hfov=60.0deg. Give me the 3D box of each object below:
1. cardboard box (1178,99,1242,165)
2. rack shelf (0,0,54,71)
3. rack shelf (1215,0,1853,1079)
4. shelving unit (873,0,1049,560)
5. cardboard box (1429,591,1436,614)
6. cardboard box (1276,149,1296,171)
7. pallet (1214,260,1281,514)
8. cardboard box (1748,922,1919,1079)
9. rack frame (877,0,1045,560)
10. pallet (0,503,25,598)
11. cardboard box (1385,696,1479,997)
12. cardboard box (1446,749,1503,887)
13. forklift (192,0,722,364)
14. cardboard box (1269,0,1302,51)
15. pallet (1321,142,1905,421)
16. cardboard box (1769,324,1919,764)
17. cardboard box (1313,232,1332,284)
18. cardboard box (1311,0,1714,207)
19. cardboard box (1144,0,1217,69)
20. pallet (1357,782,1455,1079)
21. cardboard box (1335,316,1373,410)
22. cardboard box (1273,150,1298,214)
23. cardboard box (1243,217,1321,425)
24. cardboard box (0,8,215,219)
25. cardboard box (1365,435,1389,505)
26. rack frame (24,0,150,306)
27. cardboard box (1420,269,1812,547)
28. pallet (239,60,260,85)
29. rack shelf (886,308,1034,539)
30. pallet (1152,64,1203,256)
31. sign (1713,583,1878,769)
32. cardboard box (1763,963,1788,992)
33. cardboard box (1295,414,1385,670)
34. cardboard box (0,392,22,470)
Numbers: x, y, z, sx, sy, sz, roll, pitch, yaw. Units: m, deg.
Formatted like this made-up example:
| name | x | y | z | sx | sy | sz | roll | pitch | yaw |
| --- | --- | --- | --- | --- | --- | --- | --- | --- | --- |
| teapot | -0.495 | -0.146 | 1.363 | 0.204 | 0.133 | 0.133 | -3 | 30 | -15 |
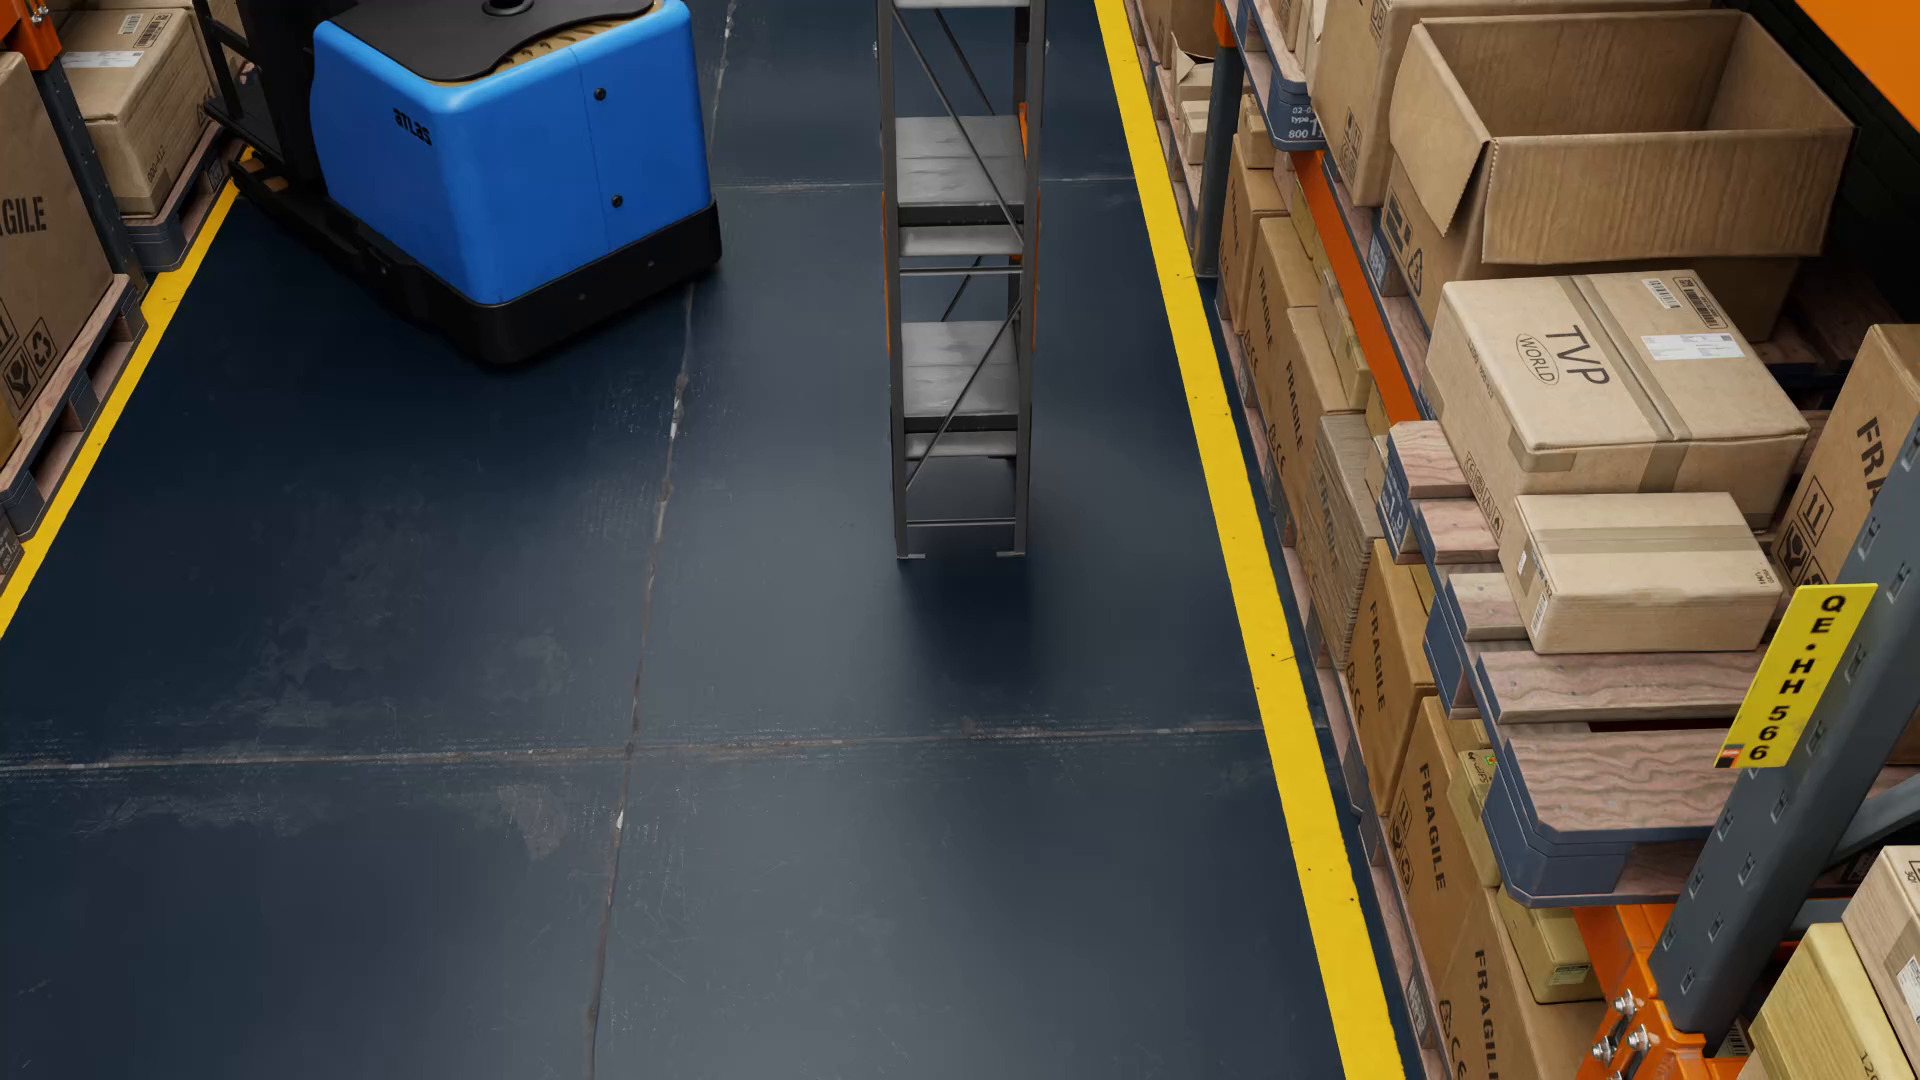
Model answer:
| name | x | y | z | sx | sy | sz | roll | pitch | yaw |
| --- | --- | --- | --- | --- | --- | --- | --- | --- | --- |
| cardboard box | 1.079 | -1.623 | 6.600 | 0.380 | 0.149 | 0.250 | -3 | 43 | -3 |
| rack shelf | -3.478 | -0.391 | 3.989 | 1.077 | 0.370 | 4.000 | -2 | 43 | -2 |
| rack shelf | 1.481 | -0.536 | 4.147 | 1.077 | 0.370 | 4.000 | -2 | 43 | -2 |
| shelving unit | -0.007 | -0.886 | 4.662 | 0.431 | 2.100 | 0.503 | -2 | 43 | -2 |
| cardboard box | 1.317 | 0.208 | 3.862 | 0.380 | 0.149 | 0.250 | 0 | 43 | -1 |
| cardboard box | 1.205 | -1.310 | 5.298 | 0.380 | 0.149 | 0.250 | -4 | 43 | -4 |
| pallet | 1.469 | -0.576 | 5.722 | 1.003 | 0.211 | 1.213 | -2 | 43 | -2 |
| cardboard box | 1.316 | 0.727 | 1.978 | 0.500 | 0.250 | 0.500 | -2 | 43 | -2 |
| rack frame | 0.003 | -0.721 | 4.483 | 0.400 | 2.100 | 0.015 | -2 | 43 | -2 |
| pallet | -3.400 | 0.366 | 4.695 | 1.003 | 0.211 | 1.213 | -2 | 43 | -2 |
| cardboard box | 1.323 | 0.698 | 3.808 | 0.500 | 0.500 | 0.500 | -2 | 43 | -2 |
| cardboard box | 1.250 | 0.567 | 3.471 | 0.380 | 0.149 | 0.250 | -4 | 43 | -4 |
| forklift | -2.303 | -2.587 | 5.903 | 3.031 | 2.935 | 1.130 | 34 | 52 | 31 |
| cardboard box | 1.215 | -1.661 | 4.457 | 0.700 | 0.500 | 0.500 | -1 | 43 | -1 |
| pallet | 1.479 | -0.693 | 3.928 | 1.003 | 0.211 | 1.213 | -2 | 43 | -2 |
| cardboard box | 1.700 | 0.005 | 2.640 | 0.500 | 0.500 | 0.500 | 0 | 43 | 0 |
| cardboard box | 1.282 | -0.832 | 4.997 | 0.380 | 0.149 | 0.250 | -2 | 43 | -3 |
| cardboard box | 1.249 | -1.131 | 3.879 | 0.700 | 0.500 | 0.500 | -2 | 43 | -2 |
| cardboard box | 1.199 | -2.391 | 7.177 | 0.700 | 0.500 | 0.500 | -3 | 43 | -3 |
| pallet | 1.572 | 1.072 | 3.925 | 1.003 | 0.211 | 1.213 | -2 | 43 | -2 |
| cardboard box | 1.264 | -0.495 | 4.629 | 0.380 | 0.149 | 0.250 | 0 | 43 | 0 |
| cardboard box | 1.235 | -1.189 | 5.387 | 0.380 | 0.149 | 0.250 | -3 | 43 | -3 |
| cardboard box | 1.224 | -0.693 | 5.325 | 0.500 | 0.500 | 0.500 | -2 | 43 | -2 |
| cardboard box | -3.482 | -1.644 | 6.409 | 0.875 | 0.438 | 0.875 | -2 | 43 | -2 |
| cardboard box | 1.264 | -0.146 | 4.248 | 0.380 | 0.149 | 0.250 | -4 | 43 | -4 |
| rack frame | -3.563 | -2.007 | 5.219 | 1.000 | 3.000 | 0.127 | -2 | 43 | -2 |
| cardboard box | 1.198 | -0.254 | 3.107 | 0.500 | 0.250 | 0.500 | -3 | 43 | -4 |
| pallet | -3.572 | -2.320 | 7.625 | 1.003 | 0.211 | 1.213 | -2 | 43 | -2 |
| rack shelf | -0.007 | -0.360 | 5.145 | 0.431 | 0.518 | 0.480 | -2 | 43 | -2 |
| pallet | 1.368 | -1.587 | 6.826 | 1.003 | 0.211 | 1.213 | -2 | 43 | -2 |
| sign | 1.024 | 0.173 | 2.043 | 0.100 | 0.325 | 0.005 | -2 | 43 | -2 |
| cardboard box | 1.828 | 1.023 | 3.453 | 0.500 | 0.500 | 0.500 | 0 | 43 | 0 |
| cardboard box | 1.257 | -0.005 | 4.575 | 0.500 | 0.500 | 0.500 | -3 | 43 | -3 |
| cardboard box | -3.410 | -0.352 | 4.676 | 0.875 | 0.875 | 0.875 | -1 | 43 | -1 |
